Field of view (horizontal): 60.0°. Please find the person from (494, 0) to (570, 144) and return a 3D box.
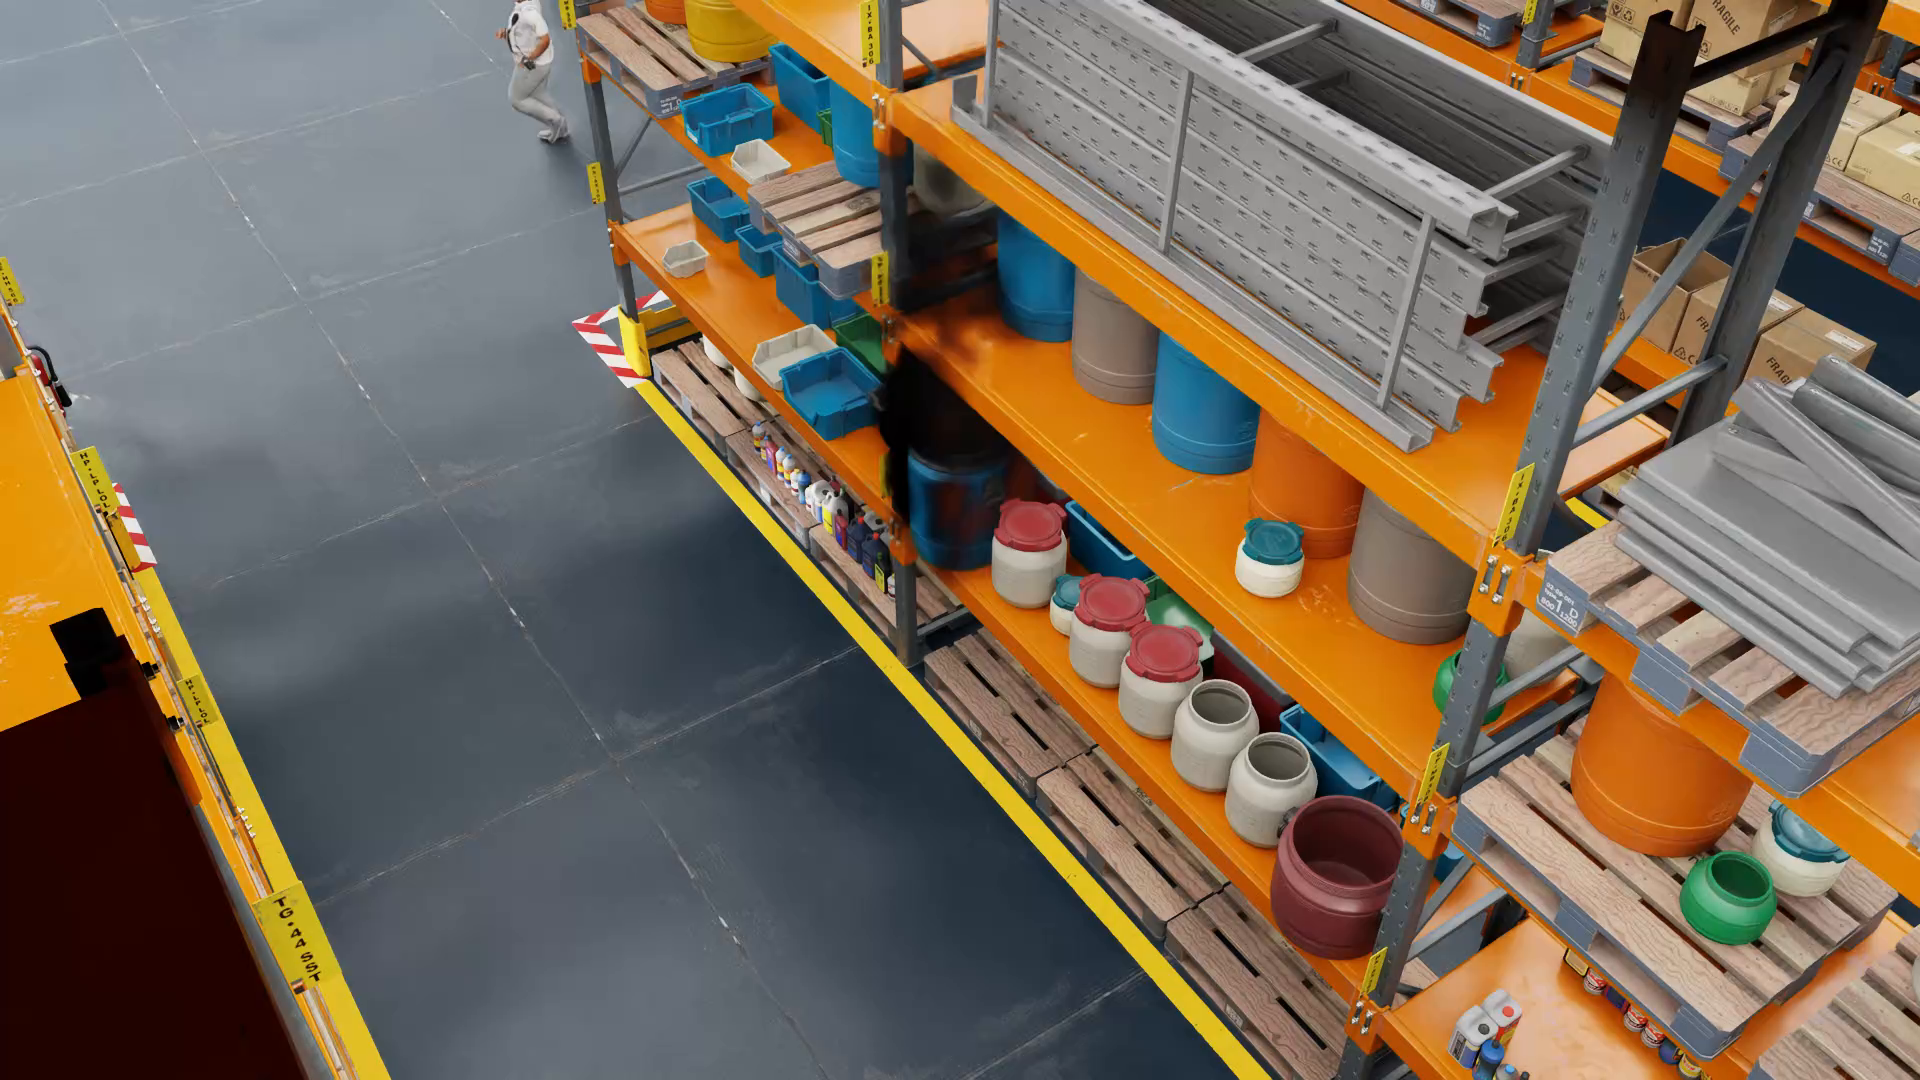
[{"bbox_3d":[-4.004,-4.434,15.367,0.550,1.623,0.594,-5,43,-6],"label":"person"}]
